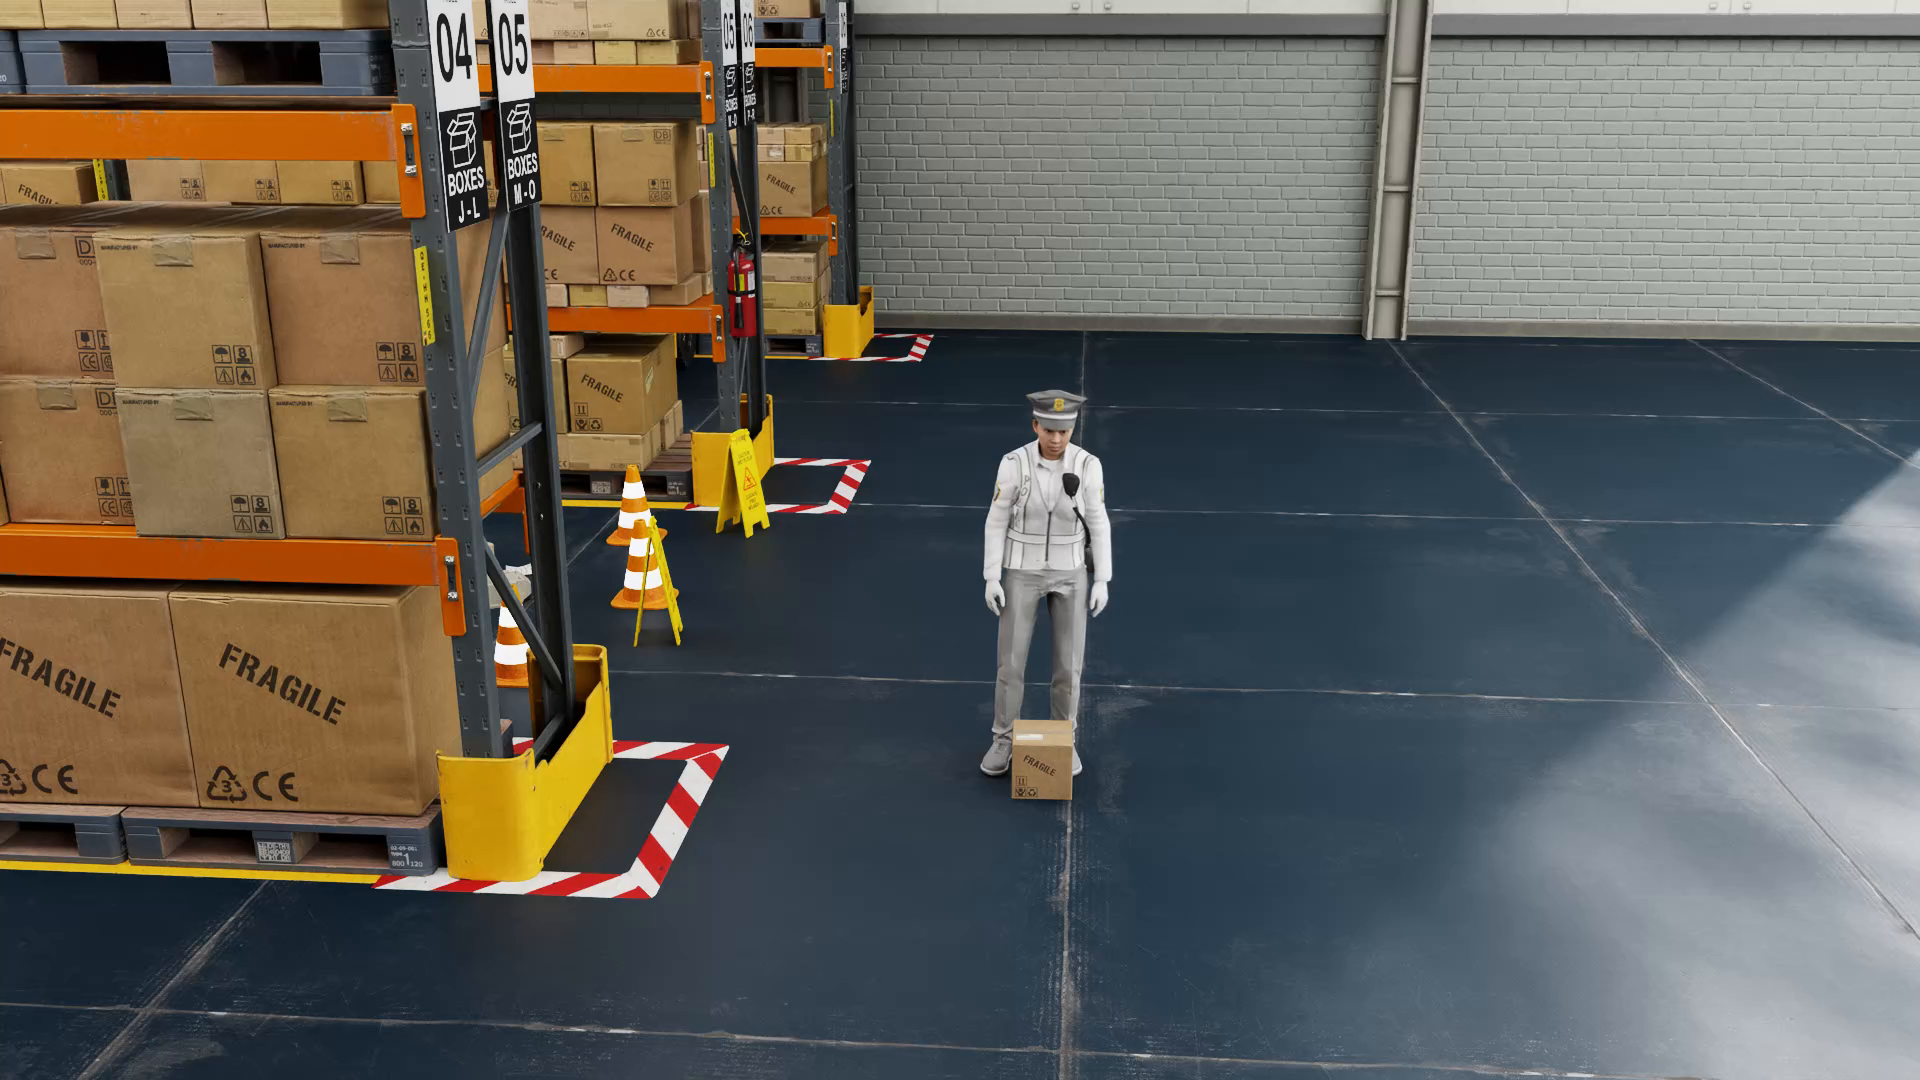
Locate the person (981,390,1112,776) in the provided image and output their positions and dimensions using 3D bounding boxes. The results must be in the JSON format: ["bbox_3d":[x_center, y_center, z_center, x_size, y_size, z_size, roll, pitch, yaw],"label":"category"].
[{"bbox_3d":[0.364,0.179,6.994,0.547,1.655,0.371,0,18,1],"label":"person"}]
